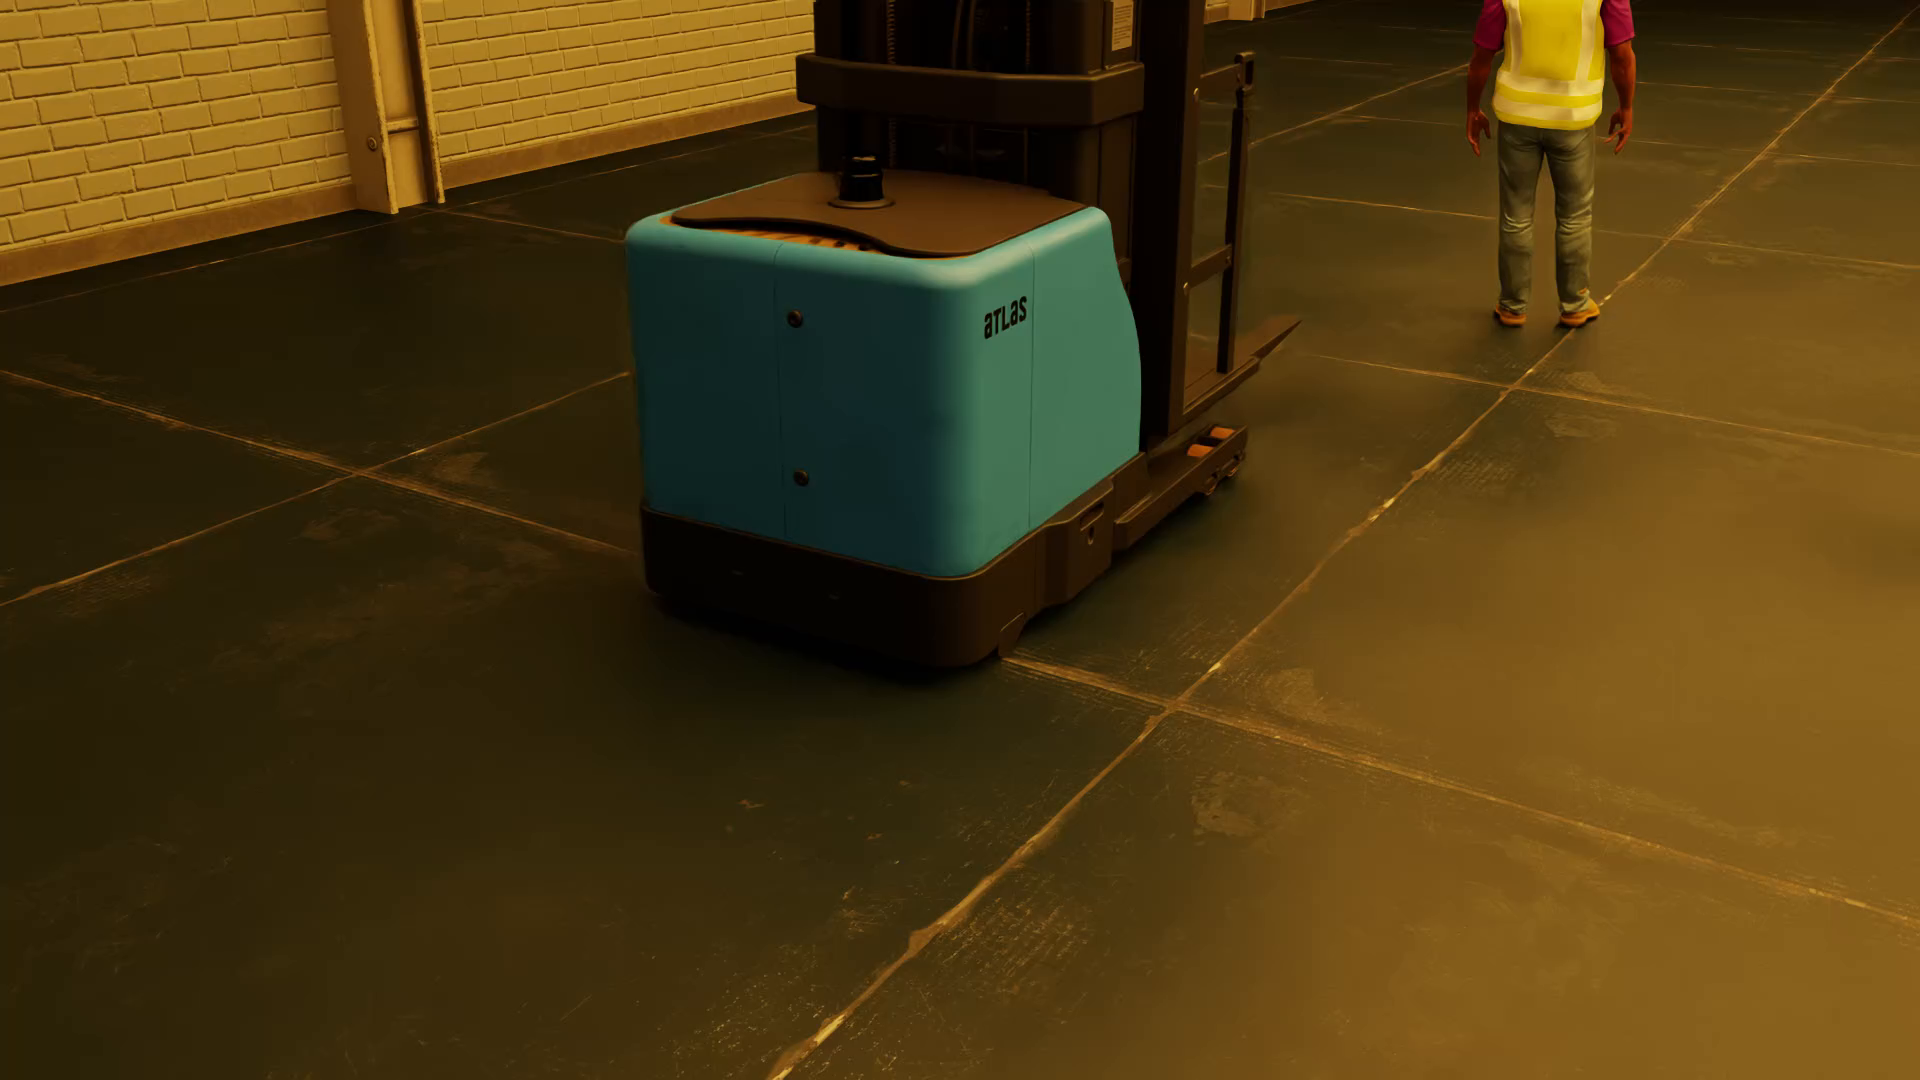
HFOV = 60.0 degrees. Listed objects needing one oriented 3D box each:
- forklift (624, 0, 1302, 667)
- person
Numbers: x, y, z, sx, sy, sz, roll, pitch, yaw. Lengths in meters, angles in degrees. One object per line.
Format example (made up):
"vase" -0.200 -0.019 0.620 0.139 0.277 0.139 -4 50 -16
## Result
"forklift" 0.301 -1.569 4.981 1.130 2.935 3.031 13 26 27
"person" 2.450 -1.773 6.922 0.665 1.768 0.565 10 25 22
